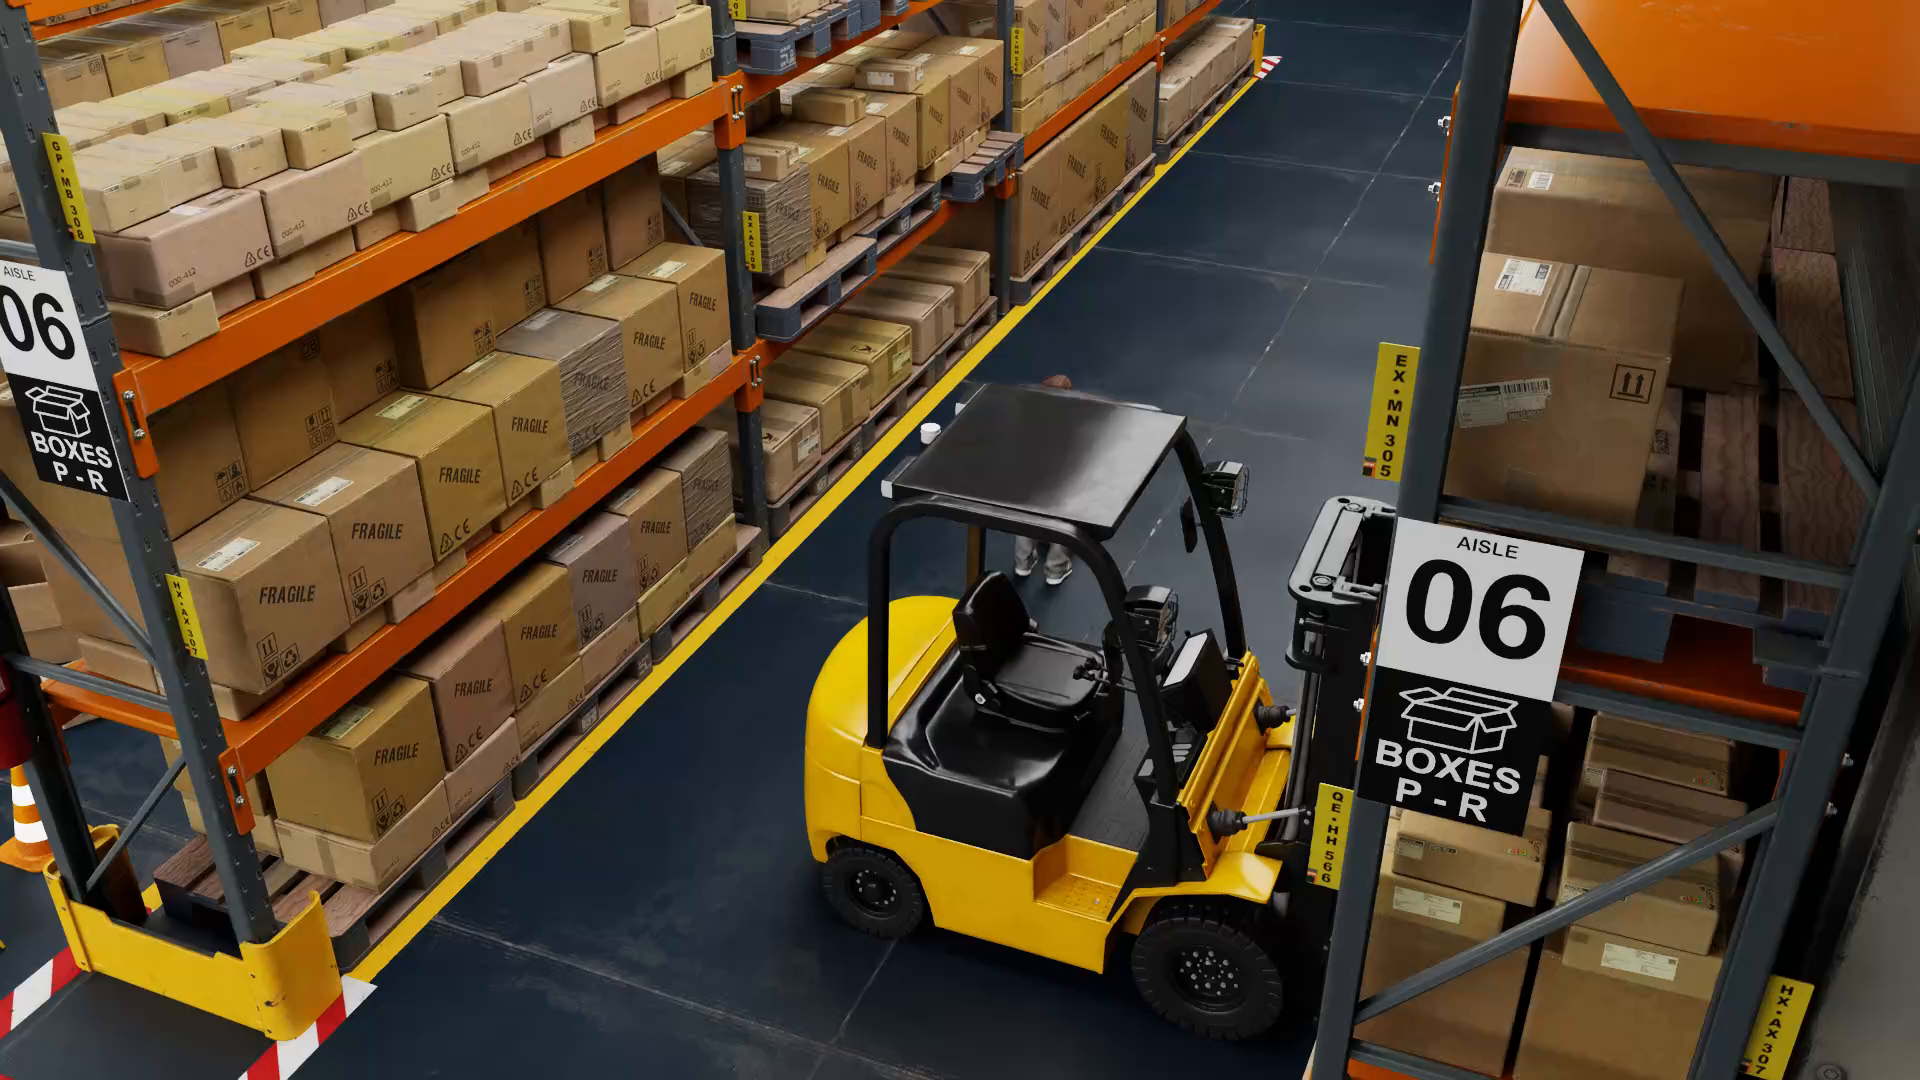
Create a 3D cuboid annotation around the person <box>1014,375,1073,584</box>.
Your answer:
[{"bbox_3d":[0.469,-0.316,9.454,0.463,1.088,0.745,11,32,19],"label":"person"}]
